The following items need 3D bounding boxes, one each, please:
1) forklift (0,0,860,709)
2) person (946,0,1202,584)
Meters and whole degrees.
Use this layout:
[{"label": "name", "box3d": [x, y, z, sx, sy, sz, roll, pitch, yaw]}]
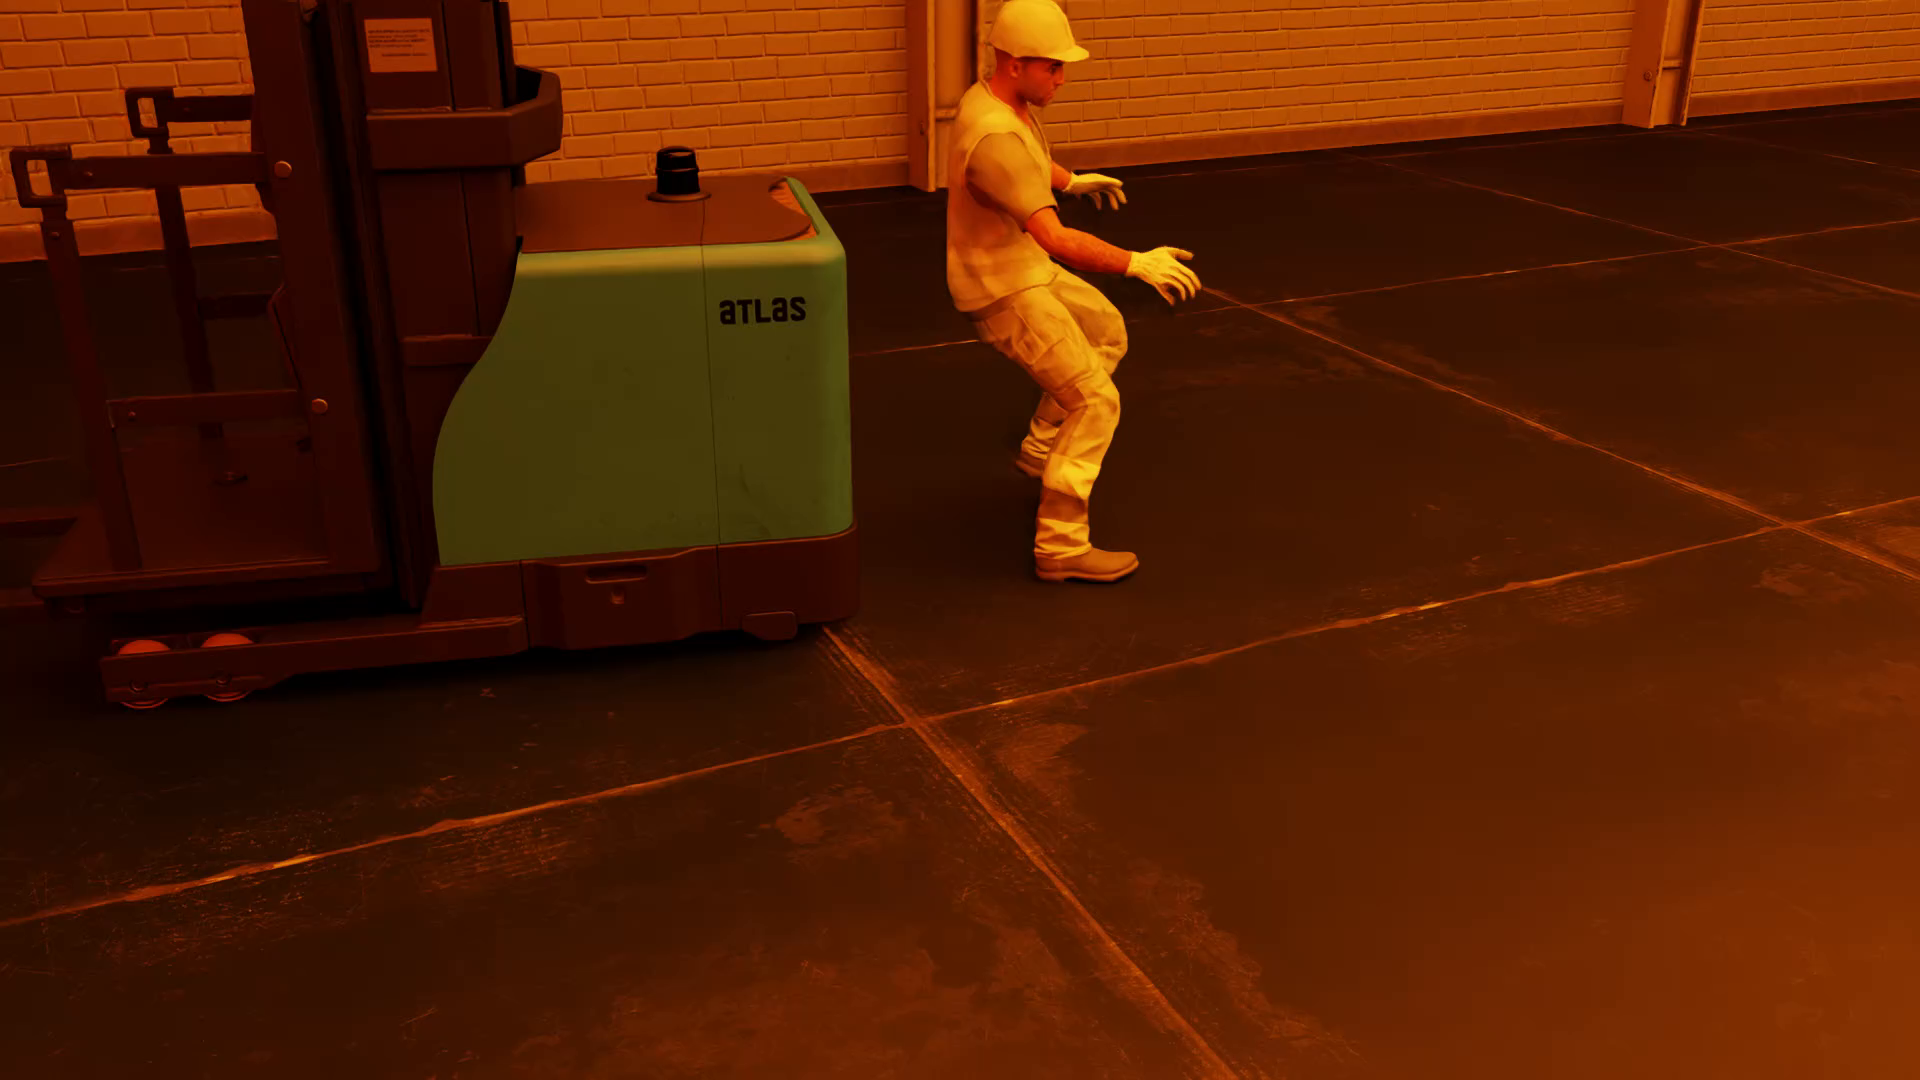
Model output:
[{"label": "forklift", "box3d": [-1.840, -1.157, 4.072, 3.031, 2.935, 1.130, -5, 23, -11]}, {"label": "person", "box3d": [0.316, -0.781, 4.917, 0.716, 1.595, 0.925, 1, 23, 2]}]
